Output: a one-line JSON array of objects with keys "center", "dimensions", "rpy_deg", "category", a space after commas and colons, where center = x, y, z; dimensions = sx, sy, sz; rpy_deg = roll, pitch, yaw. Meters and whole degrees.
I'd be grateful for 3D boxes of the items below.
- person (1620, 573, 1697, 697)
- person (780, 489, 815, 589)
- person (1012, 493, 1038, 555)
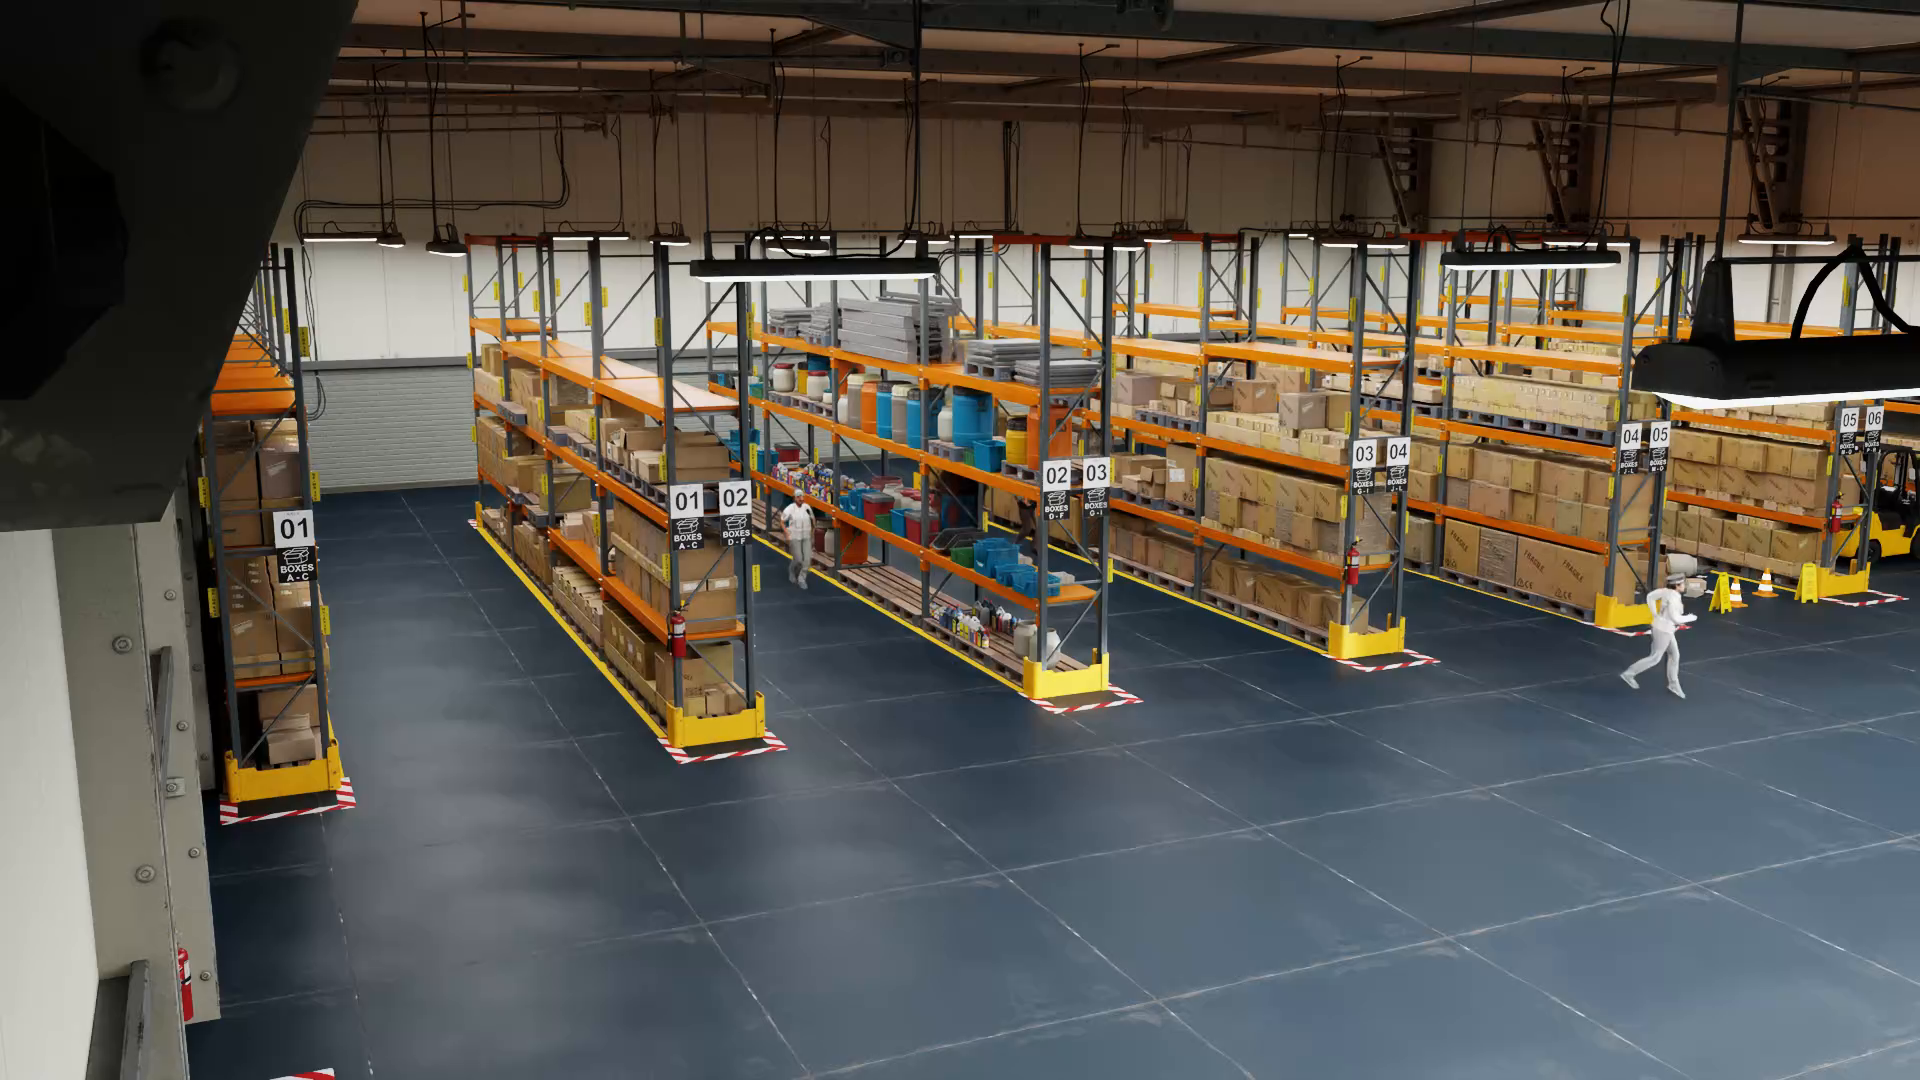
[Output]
[{"center": [9.369, 1.274, 22.293], "dimensions": [0.894, 1.734, 0.629], "rpy_deg": [3, 11, 14], "category": "person"}, {"center": [-2.658, -0.028, 27.552], "dimensions": [0.614, 1.639, 0.515], "rpy_deg": [-5, 12, -24], "category": "person"}, {"center": [1.287, -0.580, 30.318], "dimensions": [0.677, 1.666, 0.811], "rpy_deg": [-6, 12, -27], "category": "person"}]
